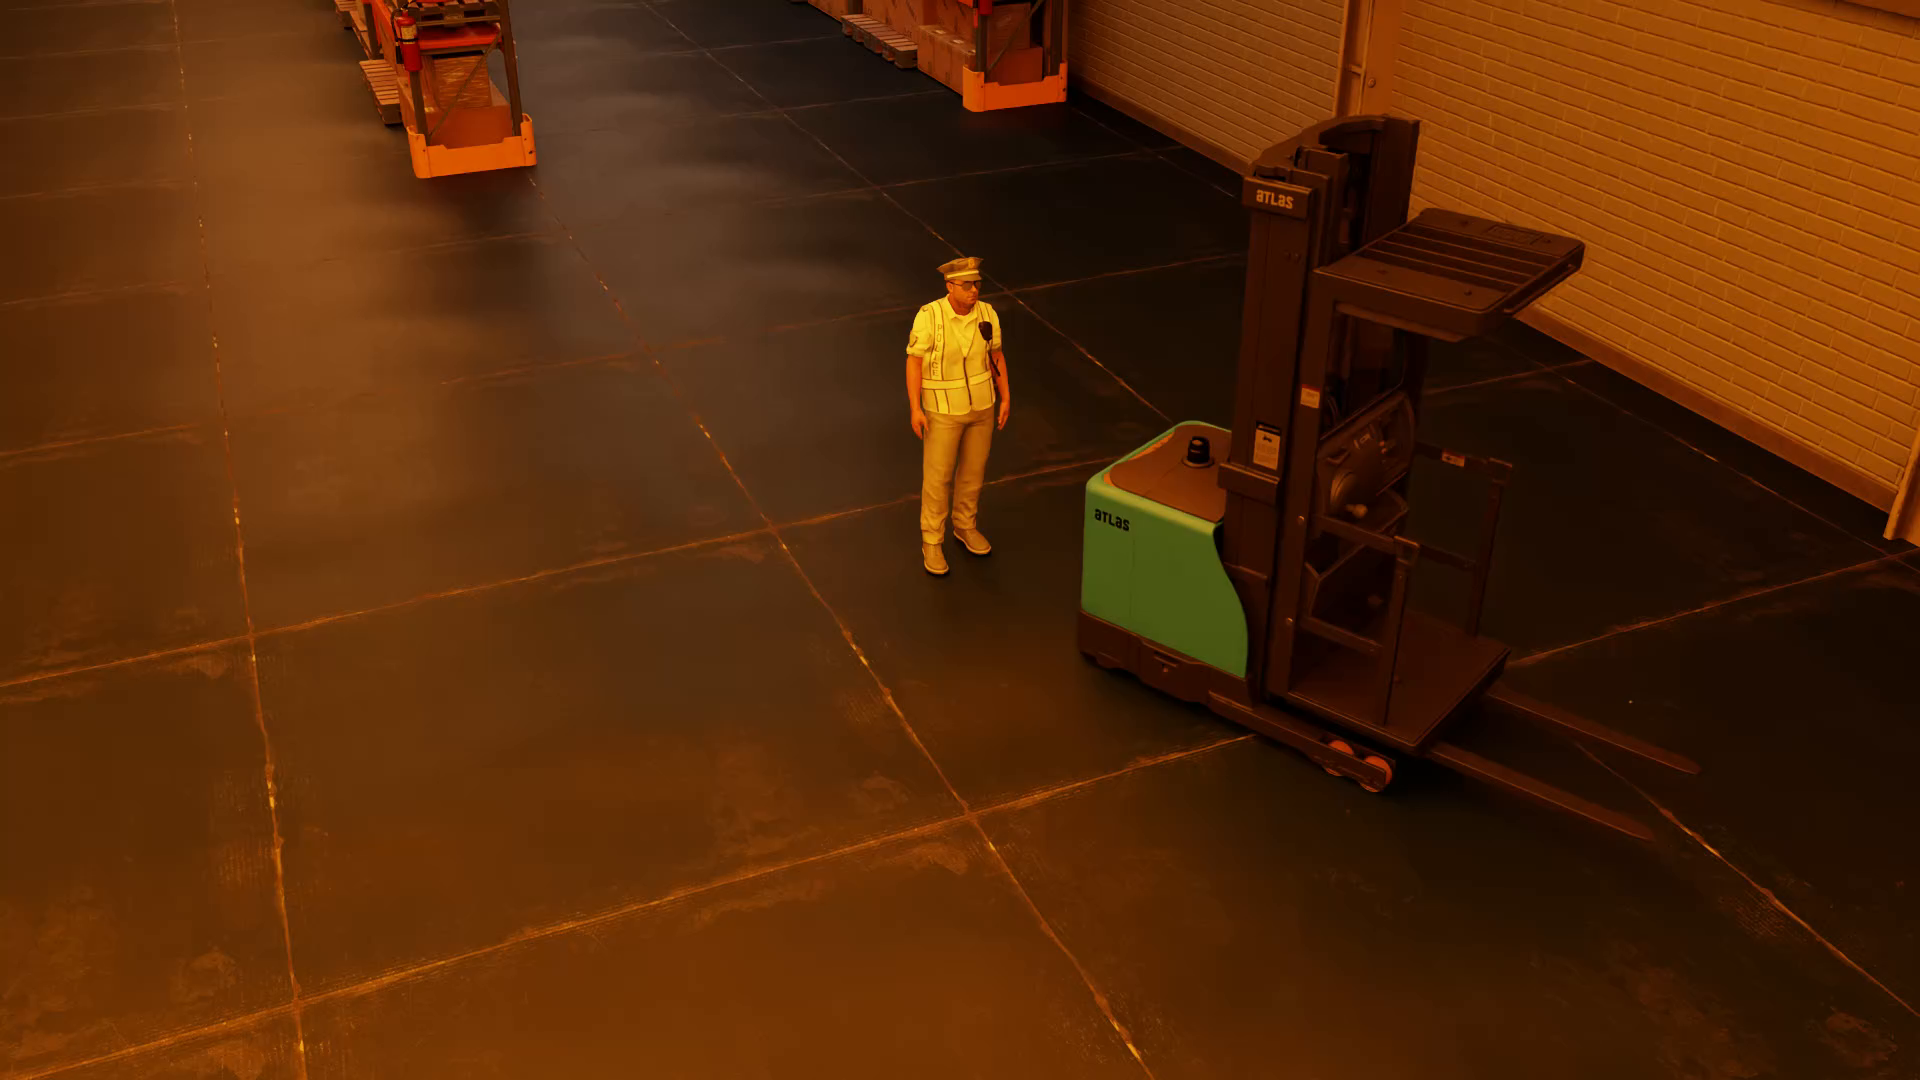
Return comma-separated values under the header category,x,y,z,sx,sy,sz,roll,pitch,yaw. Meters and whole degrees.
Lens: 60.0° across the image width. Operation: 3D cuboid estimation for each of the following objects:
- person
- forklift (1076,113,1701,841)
category,x,y,z,sx,sy,sz,roll,pitch,yaw
person,0.021,-0.742,9.561,0.641,1.779,0.574,-12,32,-20
forklift,2.084,-0.365,7.758,3.031,2.935,1.130,22,37,34
